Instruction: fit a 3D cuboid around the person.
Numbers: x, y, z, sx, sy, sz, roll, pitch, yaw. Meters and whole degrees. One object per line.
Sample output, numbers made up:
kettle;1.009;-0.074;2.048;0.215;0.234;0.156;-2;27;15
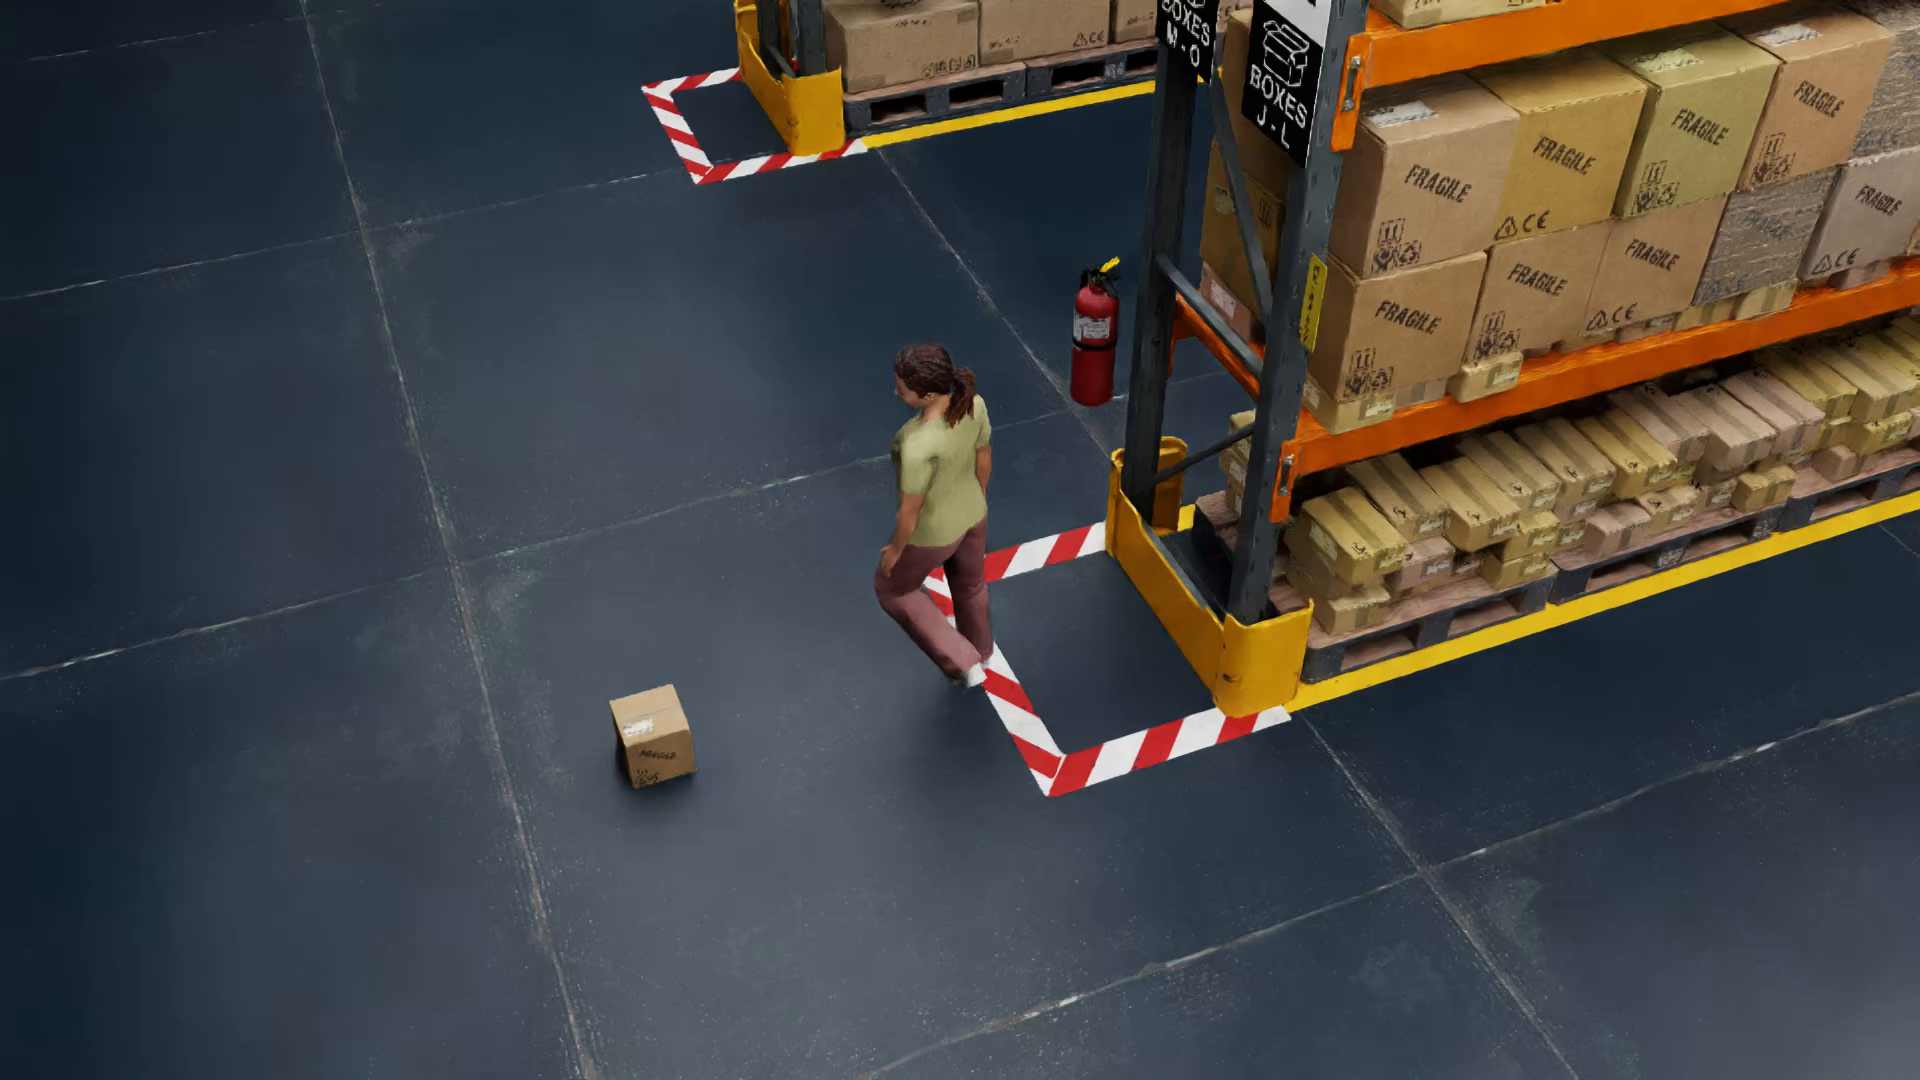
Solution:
person;-0.042;-0.041;6.199;0.503;1.653;0.535;31;50;30
